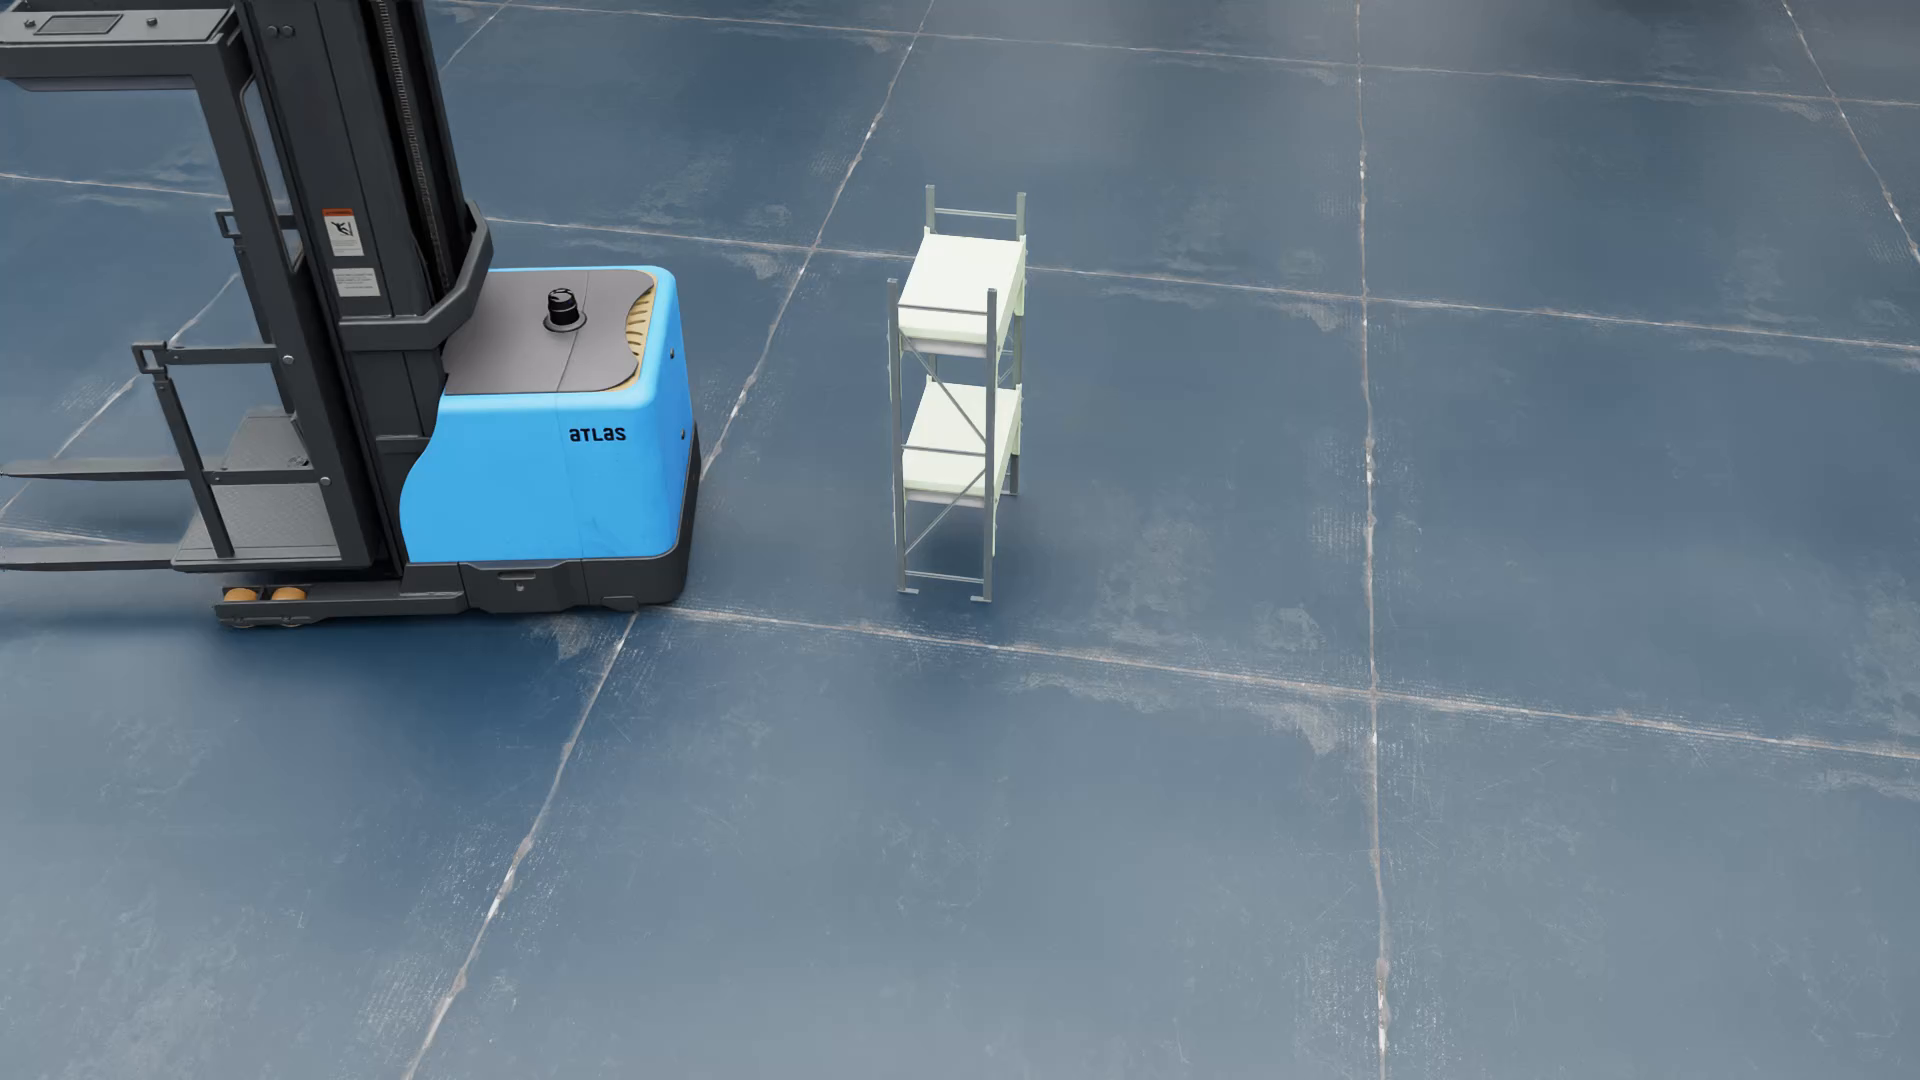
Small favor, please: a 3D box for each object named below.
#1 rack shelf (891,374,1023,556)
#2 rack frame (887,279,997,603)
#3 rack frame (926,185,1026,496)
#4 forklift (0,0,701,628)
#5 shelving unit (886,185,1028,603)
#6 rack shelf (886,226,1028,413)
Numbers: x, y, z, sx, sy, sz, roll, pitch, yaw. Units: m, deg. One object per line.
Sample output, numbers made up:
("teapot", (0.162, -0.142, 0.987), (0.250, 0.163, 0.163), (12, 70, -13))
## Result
("rack shelf", (-0.001, -0.323, 6.975), (0.431, 0.370, 0.720), (6, 40, 8))
("rack frame", (-0.064, -0.344, 6.489), (0.400, 1.500, 0.023), (6, 40, 8))
("rack frame", (0.062, -0.804, 7.045), (0.400, 1.500, 0.023), (6, 40, 8))
("forklift", (-2.672, -1.114, 6.297), (3.031, 2.935, 1.130), (-1, 40, -2))
("shelving unit", (-0.001, -0.574, 6.767), (0.431, 1.500, 0.755), (6, 40, 8))
("rack shelf", (-0.001, -0.875, 6.518), (0.431, 0.370, 0.720), (6, 40, 8))
